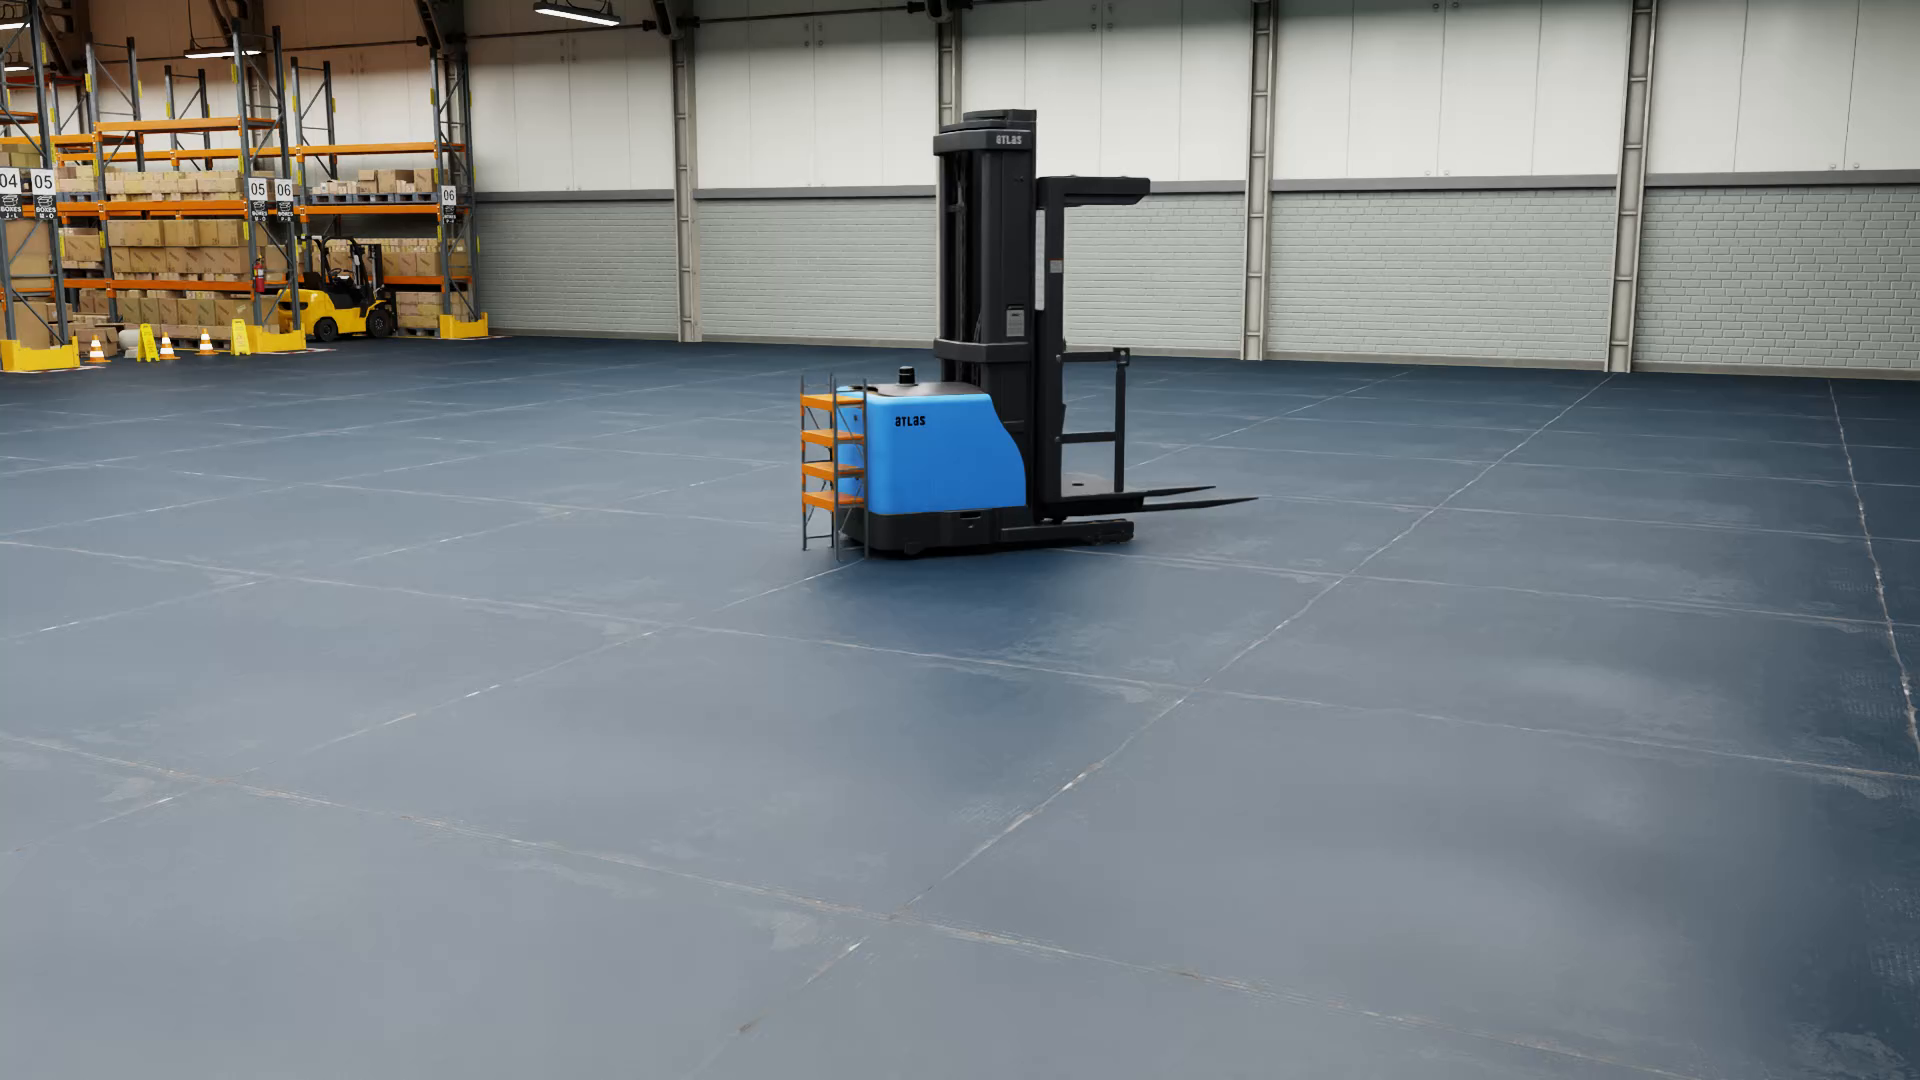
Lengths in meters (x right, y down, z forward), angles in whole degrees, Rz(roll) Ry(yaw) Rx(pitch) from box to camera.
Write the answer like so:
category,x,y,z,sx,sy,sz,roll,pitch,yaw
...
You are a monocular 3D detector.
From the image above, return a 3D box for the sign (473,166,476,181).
category,x,y,z,sx,sy,sz,roll,pitch,yaw
sign,-10.496,-7.905,35.884,0.005,0.325,0.100,5,11,26

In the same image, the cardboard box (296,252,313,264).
category,x,y,z,sx,sy,sz,roll,pitch,yaw
cardboard box,-14.887,-6.357,37.447,0.500,0.250,0.500,5,11,25

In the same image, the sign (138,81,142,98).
category,x,y,z,sx,sy,sz,roll,pitch,yaw
sign,-16.270,-8.929,32.955,0.005,0.325,0.100,5,11,26

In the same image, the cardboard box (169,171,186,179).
category,x,y,z,sx,sy,sz,roll,pitch,yaw
cardboard box,-14.764,-6.918,31.576,0.250,0.149,0.380,5,12,27

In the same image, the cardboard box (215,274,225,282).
category,x,y,z,sx,sy,sz,roll,pitch,yaw
cardboard box,-13.866,-4.976,31.506,0.250,0.149,0.380,5,11,25

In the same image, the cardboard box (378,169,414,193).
category,x,y,z,sx,sy,sz,roll,pitch,yaw
cardboard box,-12.126,-7.745,35.938,0.500,0.500,0.700,5,11,26

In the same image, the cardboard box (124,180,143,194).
category,x,y,z,sx,sy,sz,roll,pitch,yaw
cardboard box,-15.787,-6.825,32.179,0.500,0.250,0.500,5,11,25

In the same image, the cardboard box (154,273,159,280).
category,x,y,z,sx,sy,sz,roll,pitch,yaw
cardboard box,-15.426,-5.125,32.331,0.250,0.149,0.380,5,11,26

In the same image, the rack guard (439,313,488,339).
category,x,y,z,sx,sy,sz,roll,pitch,yaw
rack guard,-10.725,-4.639,35.961,0.348,0.500,1.175,5,11,26

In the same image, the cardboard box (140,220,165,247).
category,x,y,z,sx,sy,sz,roll,pitch,yaw
cardboard box,-15.341,-5.924,32.117,0.500,0.500,0.700,5,11,25

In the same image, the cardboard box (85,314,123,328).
category,x,y,z,sx,sy,sz,roll,pitch,yaw
cardboard box,-16.998,-4.348,33.531,0.625,0.372,0.950,5,11,27

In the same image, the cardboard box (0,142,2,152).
category,x,y,z,sx,sy,sz,roll,pitch,yaw
cardboard box,-15.491,-6.253,26.440,0.250,0.149,0.380,5,11,26

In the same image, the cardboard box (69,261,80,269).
category,x,y,z,sx,sy,sz,roll,pitch,yaw
cardboard box,-17.586,-5.511,33.285,0.250,0.149,0.380,5,11,25

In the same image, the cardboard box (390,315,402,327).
category,x,y,z,sx,sy,sz,roll,pitch,yaw
cardboard box,-12.194,-4.793,36.333,0.500,0.250,0.500,5,11,26

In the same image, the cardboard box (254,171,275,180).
category,x,y,z,sx,sy,sz,roll,pitch,yaw
cardboard box,-13.168,-6.884,31.386,0.250,0.149,0.380,5,11,25

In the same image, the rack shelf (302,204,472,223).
category,x,y,z,sx,sy,sz,roll,pitch,yaw
rack shelf,-12.540,-7.151,36.416,4.000,0.370,1.077,5,11,26

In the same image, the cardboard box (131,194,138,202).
category,x,y,z,sx,sy,sz,roll,pitch,yaw
cardboard box,-15.875,-6.651,32.338,0.250,0.149,0.380,5,11,26

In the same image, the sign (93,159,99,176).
category,x,y,z,sx,sy,sz,roll,pitch,yaw
sign,-16.769,-7.229,32.269,0.005,0.325,0.100,5,11,26

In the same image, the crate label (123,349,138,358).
category,x,y,z,sx,sy,sz,roll,pitch,yaw
crate label,-14.815,-3.346,29.831,0.298,0.136,0.250,-1,10,-4

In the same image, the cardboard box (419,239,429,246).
category,x,y,z,sx,sy,sz,roll,pitch,yaw
cardboard box,-11.396,-6.395,35.706,0.250,0.149,0.380,5,11,26

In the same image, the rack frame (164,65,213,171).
category,x,y,z,sx,sy,sz,roll,pitch,yaw
rack frame,-17.921,-9.454,38.698,0.127,3.000,1.000,5,11,26

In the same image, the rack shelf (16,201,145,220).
category,x,y,z,sx,sy,sz,roll,pitch,yaw
rack shelf,-18.320,-6.673,33.776,4.000,0.370,1.077,5,11,26

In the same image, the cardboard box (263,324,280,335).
category,x,y,z,sx,sy,sz,roll,pitch,yaw
cardboard box,-13.541,-4.040,32.170,0.500,0.250,0.500,5,11,25

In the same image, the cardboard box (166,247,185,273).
category,x,y,z,sx,sy,sz,roll,pitch,yaw
cardboard box,-14.889,-5.396,32.005,0.500,0.500,0.500,5,11,26

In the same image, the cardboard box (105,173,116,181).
category,x,y,z,sx,sy,sz,roll,pitch,yaw
cardboard box,-16.389,-7.061,32.368,0.250,0.149,0.380,5,11,25

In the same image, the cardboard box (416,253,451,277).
category,x,y,z,sx,sy,sz,roll,pitch,yaw
cardboard box,-11.304,-5.917,35.722,0.500,0.500,0.500,5,11,25

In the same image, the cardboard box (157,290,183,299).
category,x,y,z,sx,sy,sz,roll,pitch,yaw
cardboard box,-15.327,-4.765,32.252,0.250,0.149,0.380,6,12,29

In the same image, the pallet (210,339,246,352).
category,x,y,z,sx,sy,sz,roll,pitch,yaw
pallet,-13.721,-3.782,32.033,1.213,0.211,1.003,5,11,26

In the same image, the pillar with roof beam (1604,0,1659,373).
category,x,y,z,sx,sy,sz,roll,pitch,yaw
pillar with roof beam,8.646,-6.443,22.064,0.400,9.000,9.100,5,11,26

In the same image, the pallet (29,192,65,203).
category,x,y,z,sx,sy,sz,roll,pitch,yaw
pallet,-17.965,-6.924,33.670,1.003,0.211,1.213,5,11,26

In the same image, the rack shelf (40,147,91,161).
category,x,y,z,sx,sy,sz,roll,pitch,yaw
rack shelf,-23.302,-9.571,41.374,4.000,0.370,1.077,5,11,26

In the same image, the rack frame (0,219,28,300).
category,x,y,z,sx,sy,sz,roll,pitch,yaw
rack frame,-20.114,-5.709,34.850,0.127,3.000,1.000,5,11,26

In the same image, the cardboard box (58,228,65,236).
category,x,y,z,sx,sy,sz,roll,pitch,yaw
cardboard box,-17.921,-6.185,33.367,0.250,0.149,0.380,4,11,23

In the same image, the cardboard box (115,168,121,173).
category,x,y,z,sx,sy,sz,roll,pitch,yaw
cardboard box,-17.325,-7.396,33.589,0.500,0.250,0.500,5,11,25

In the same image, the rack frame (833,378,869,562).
category,x,y,z,sx,sy,sz,roll,pitch,yaw
rack frame,-0.713,-0.455,10.876,0.240,1.200,0.015,-6,12,-30

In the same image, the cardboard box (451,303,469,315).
category,x,y,z,sx,sy,sz,roll,pitch,yaw
cardboard box,-11.076,-5.041,36.300,0.500,0.250,0.500,5,12,27

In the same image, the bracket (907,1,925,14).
category,x,y,z,sx,sy,sz,roll,pitch,yaw
bracket,-0.740,-9.824,30.635,0.430,0.232,0.235,5,11,26

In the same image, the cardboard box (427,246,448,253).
category,x,y,z,sx,sy,sz,roll,pitch,yaw
cardboard box,-11.182,-6.222,35.586,0.250,0.149,0.380,5,11,27

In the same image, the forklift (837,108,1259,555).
category,x,y,z,sx,sy,sz,roll,pitch,yaw
forklift,0.672,-1.486,11.709,3.031,2.935,1.130,-4,11,-22

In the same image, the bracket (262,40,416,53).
category,x,y,z,sx,sy,sz,roll,pitch,yaw
bracket,-13.812,-10.972,36.982,4.783,0.066,0.076,5,11,26

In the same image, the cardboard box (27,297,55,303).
category,x,y,z,sx,sy,sz,roll,pitch,yaw
cardboard box,-22.908,-5.890,41.692,0.500,0.500,0.700,5,11,24

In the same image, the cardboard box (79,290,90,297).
category,x,y,z,sx,sy,sz,roll,pitch,yaw
cardboard box,-21.304,-6.042,40.710,0.250,0.149,0.380,6,12,29

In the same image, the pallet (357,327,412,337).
category,x,y,z,sx,sy,sz,roll,pitch,yaw
pallet,-12.541,-4.649,36.825,1.213,0.211,1.003,5,11,26

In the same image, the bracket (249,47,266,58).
category,x,y,z,sx,sy,sz,roll,pitch,yaw
bracket,-16.138,-11.177,38.111,0.430,0.232,0.235,5,11,26

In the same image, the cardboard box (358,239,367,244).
category,x,y,z,sx,sy,sz,roll,pitch,yaw
cardboard box,-12.989,-6.540,36.506,0.250,0.149,0.380,5,11,26

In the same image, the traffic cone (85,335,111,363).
category,x,y,z,sx,sy,sz,roll,pitch,yaw
traffic cone,-14.887,-3.300,28.665,0.334,0.463,0.336,5,11,26

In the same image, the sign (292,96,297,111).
category,x,y,z,sx,sy,sz,roll,pitch,yaw
sign,-14.563,-9.550,36.382,0.005,0.325,0.100,5,11,26

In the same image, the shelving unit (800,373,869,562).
category,x,y,z,sx,sy,sz,roll,pitch,yaw
shelving unit,-0.839,-0.492,11.082,0.258,1.200,0.503,-6,12,-30

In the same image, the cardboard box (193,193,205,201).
category,x,y,z,sx,sy,sz,roll,pitch,yaw
cardboard box,-14.286,-6.498,31.492,0.250,0.149,0.380,5,11,25
